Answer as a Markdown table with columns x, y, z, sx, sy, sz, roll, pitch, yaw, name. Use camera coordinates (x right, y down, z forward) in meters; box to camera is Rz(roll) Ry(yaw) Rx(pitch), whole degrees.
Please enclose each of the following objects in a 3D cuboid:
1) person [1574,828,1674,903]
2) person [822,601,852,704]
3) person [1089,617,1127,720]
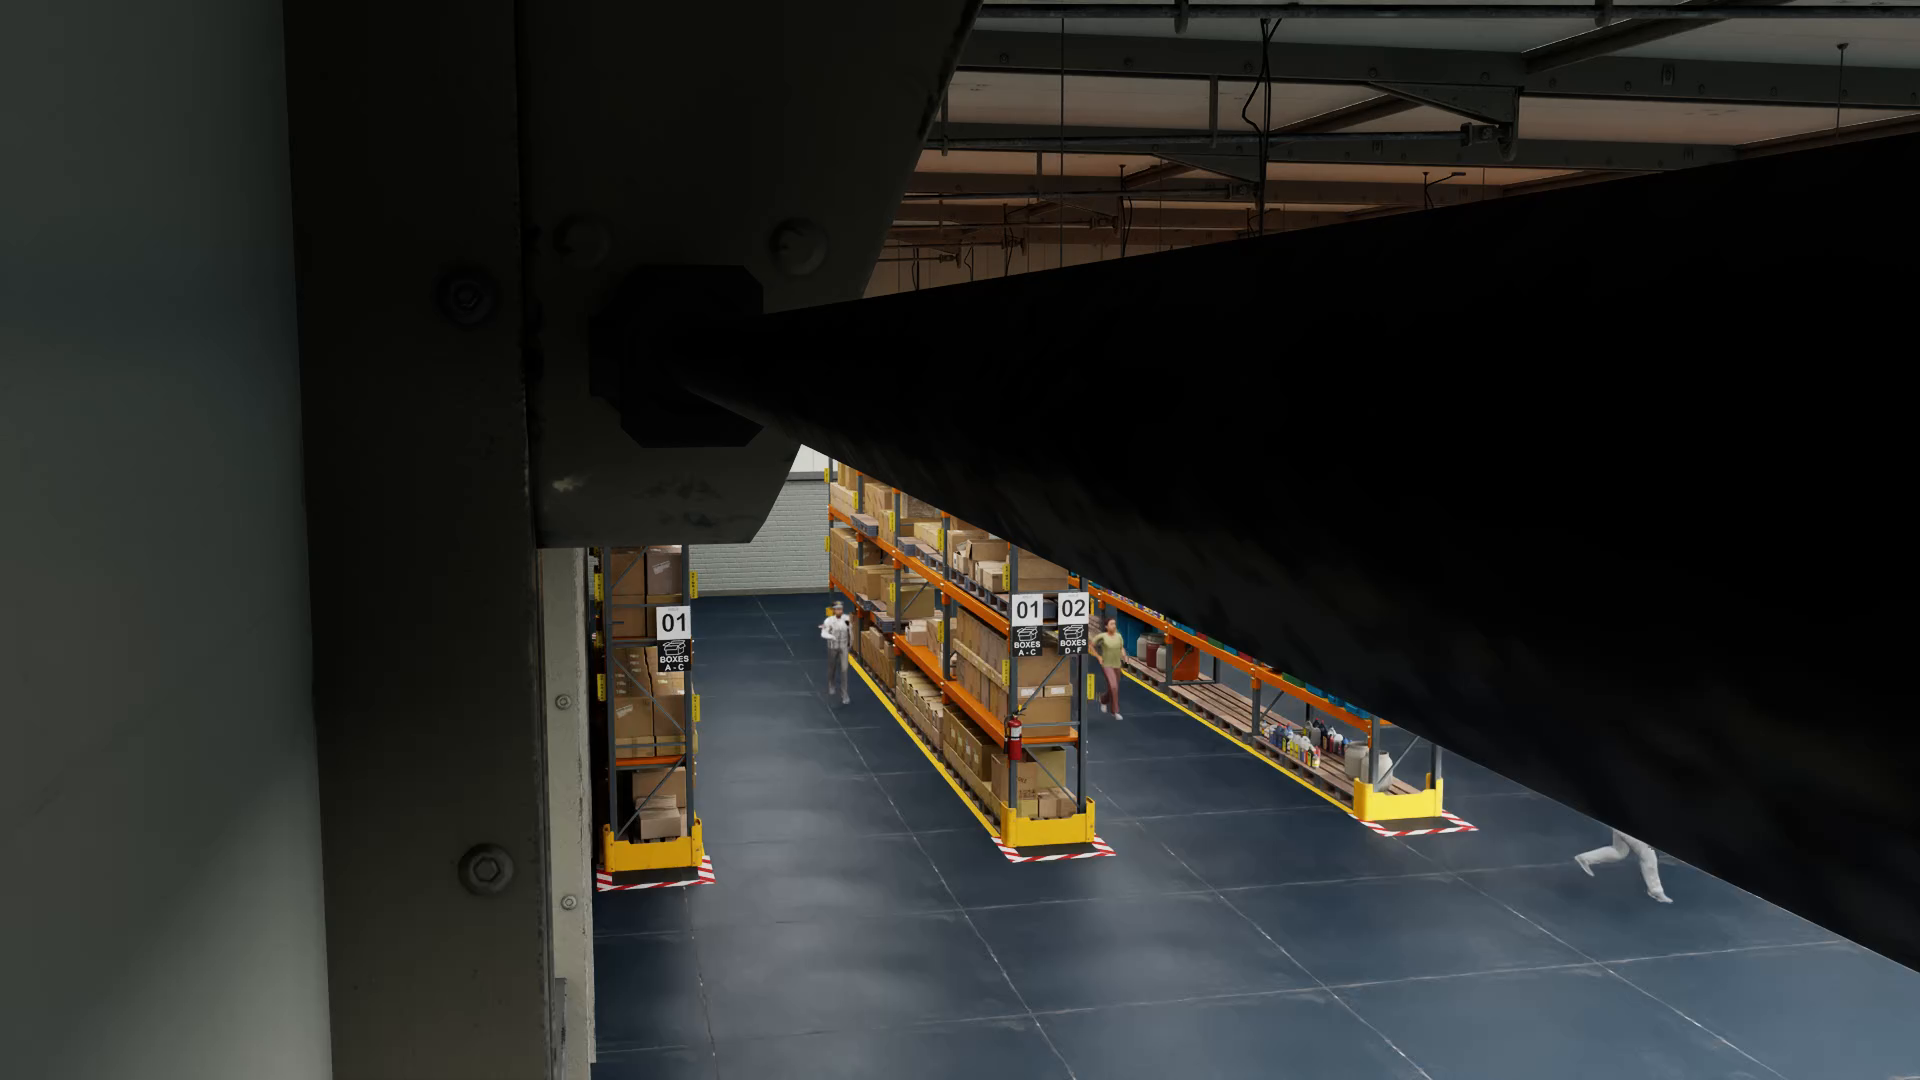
| x | y | z | sx | sy | sz | roll | pitch | yaw | name |
| --- | --- | --- | --- | --- | --- | --- | --- | --- | --- |
| 7.614 | 3.287 | 19.011 | 1.075 | 1.680 | 0.577 | 2 | 7 | 15 | person |
| -2.093 | 1.876 | 28.433 | 0.562 | 1.732 | 0.830 | -1 | 7 | -11 | person |
| 2.436 | 2.055 | 26.994 | 0.579 | 1.632 | 0.805 | -3 | 7 | -23 | person |
